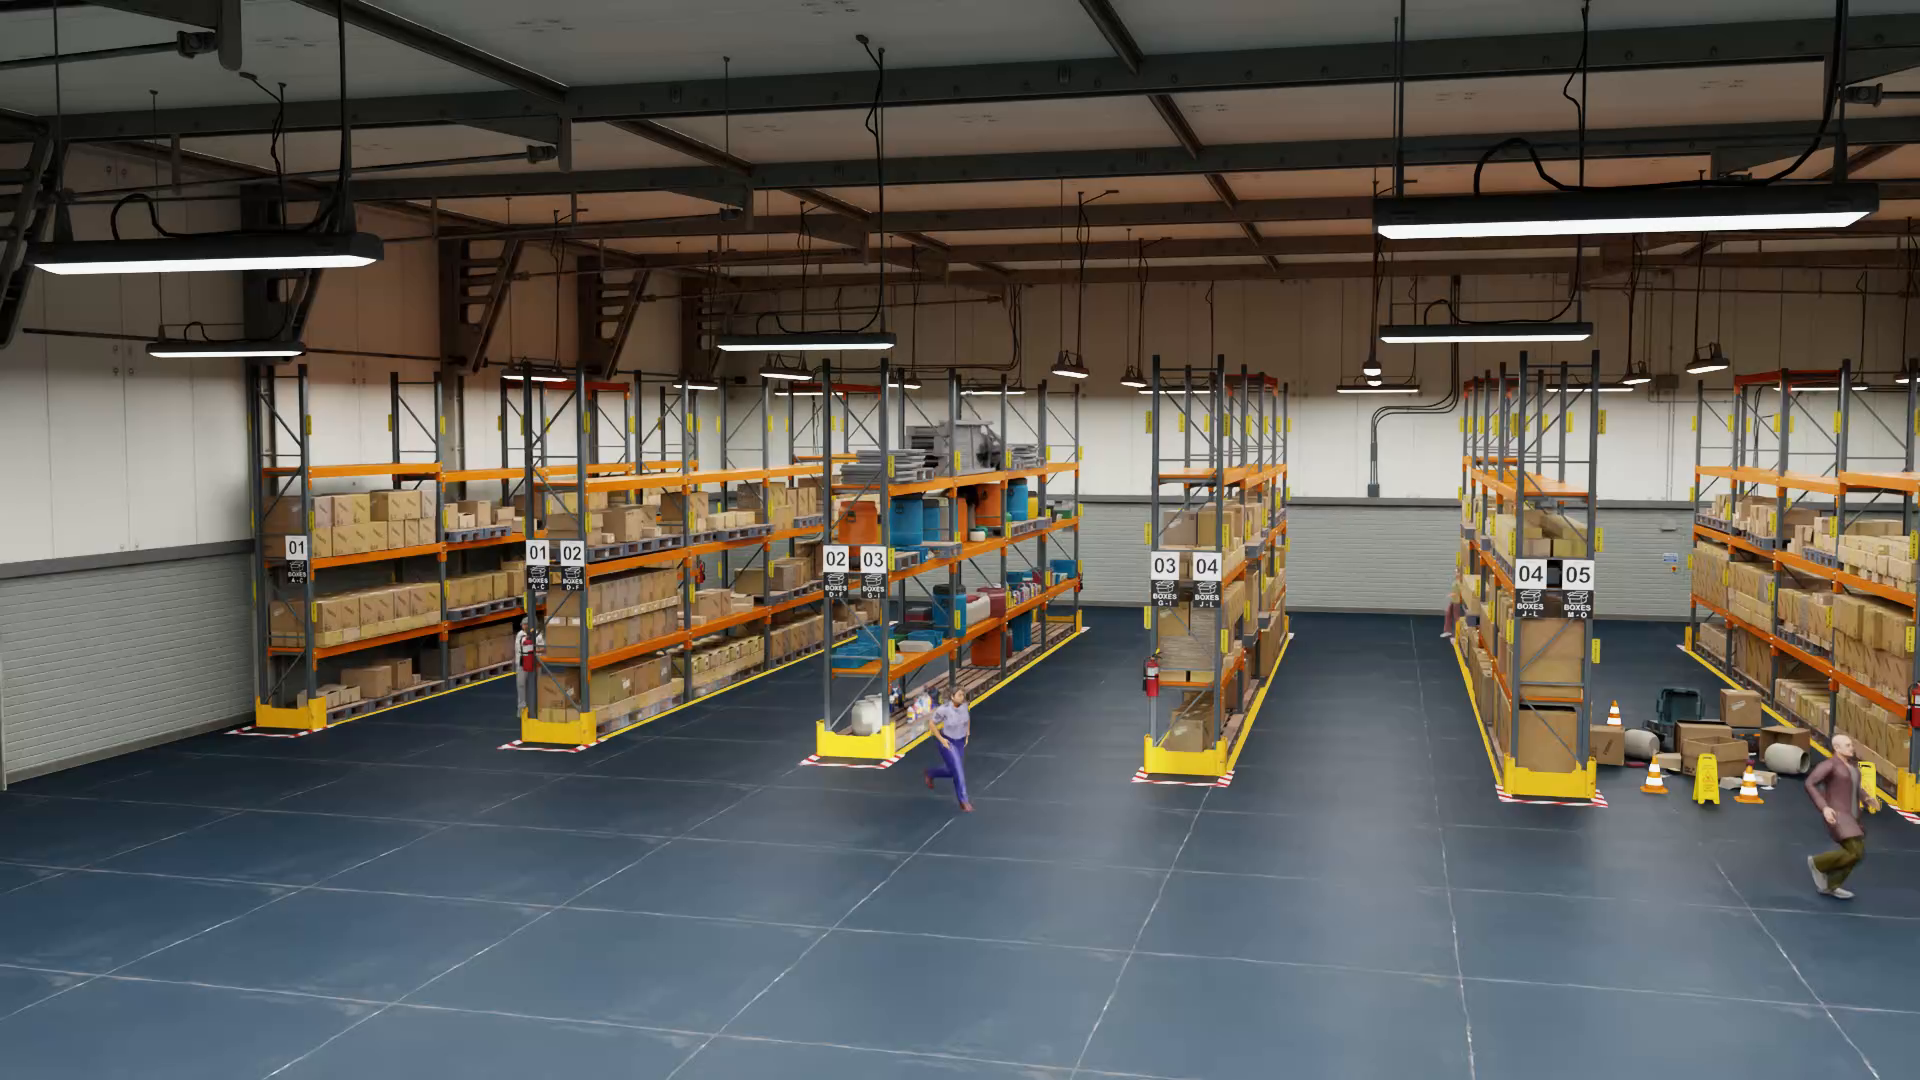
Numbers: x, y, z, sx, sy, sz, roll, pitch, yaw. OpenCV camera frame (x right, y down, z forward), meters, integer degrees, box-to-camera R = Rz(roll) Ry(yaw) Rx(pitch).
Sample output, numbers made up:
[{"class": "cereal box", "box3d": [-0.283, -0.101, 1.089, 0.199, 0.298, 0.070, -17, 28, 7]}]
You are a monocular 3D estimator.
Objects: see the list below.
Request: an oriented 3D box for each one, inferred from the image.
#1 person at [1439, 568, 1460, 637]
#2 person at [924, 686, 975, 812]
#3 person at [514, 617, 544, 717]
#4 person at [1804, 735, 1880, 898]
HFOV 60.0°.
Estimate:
[{"class": "person", "box3d": [11.770, 1.480, 39.230, 0.816, 1.674, 0.594, 0, 4, 2]}, {"class": "person", "box3d": [-0.152, 2.715, 21.834, 0.962, 1.650, 0.605, 4, 5, 44]}, {"class": "person", "box3d": [-7.461, 2.161, 28.815, 0.599, 1.668, 0.937, 0, 4, 5]}, {"class": "person", "box3d": [9.332, 2.922, 17.534, 0.715, 1.730, 0.633, -3, 5, -32]}]
